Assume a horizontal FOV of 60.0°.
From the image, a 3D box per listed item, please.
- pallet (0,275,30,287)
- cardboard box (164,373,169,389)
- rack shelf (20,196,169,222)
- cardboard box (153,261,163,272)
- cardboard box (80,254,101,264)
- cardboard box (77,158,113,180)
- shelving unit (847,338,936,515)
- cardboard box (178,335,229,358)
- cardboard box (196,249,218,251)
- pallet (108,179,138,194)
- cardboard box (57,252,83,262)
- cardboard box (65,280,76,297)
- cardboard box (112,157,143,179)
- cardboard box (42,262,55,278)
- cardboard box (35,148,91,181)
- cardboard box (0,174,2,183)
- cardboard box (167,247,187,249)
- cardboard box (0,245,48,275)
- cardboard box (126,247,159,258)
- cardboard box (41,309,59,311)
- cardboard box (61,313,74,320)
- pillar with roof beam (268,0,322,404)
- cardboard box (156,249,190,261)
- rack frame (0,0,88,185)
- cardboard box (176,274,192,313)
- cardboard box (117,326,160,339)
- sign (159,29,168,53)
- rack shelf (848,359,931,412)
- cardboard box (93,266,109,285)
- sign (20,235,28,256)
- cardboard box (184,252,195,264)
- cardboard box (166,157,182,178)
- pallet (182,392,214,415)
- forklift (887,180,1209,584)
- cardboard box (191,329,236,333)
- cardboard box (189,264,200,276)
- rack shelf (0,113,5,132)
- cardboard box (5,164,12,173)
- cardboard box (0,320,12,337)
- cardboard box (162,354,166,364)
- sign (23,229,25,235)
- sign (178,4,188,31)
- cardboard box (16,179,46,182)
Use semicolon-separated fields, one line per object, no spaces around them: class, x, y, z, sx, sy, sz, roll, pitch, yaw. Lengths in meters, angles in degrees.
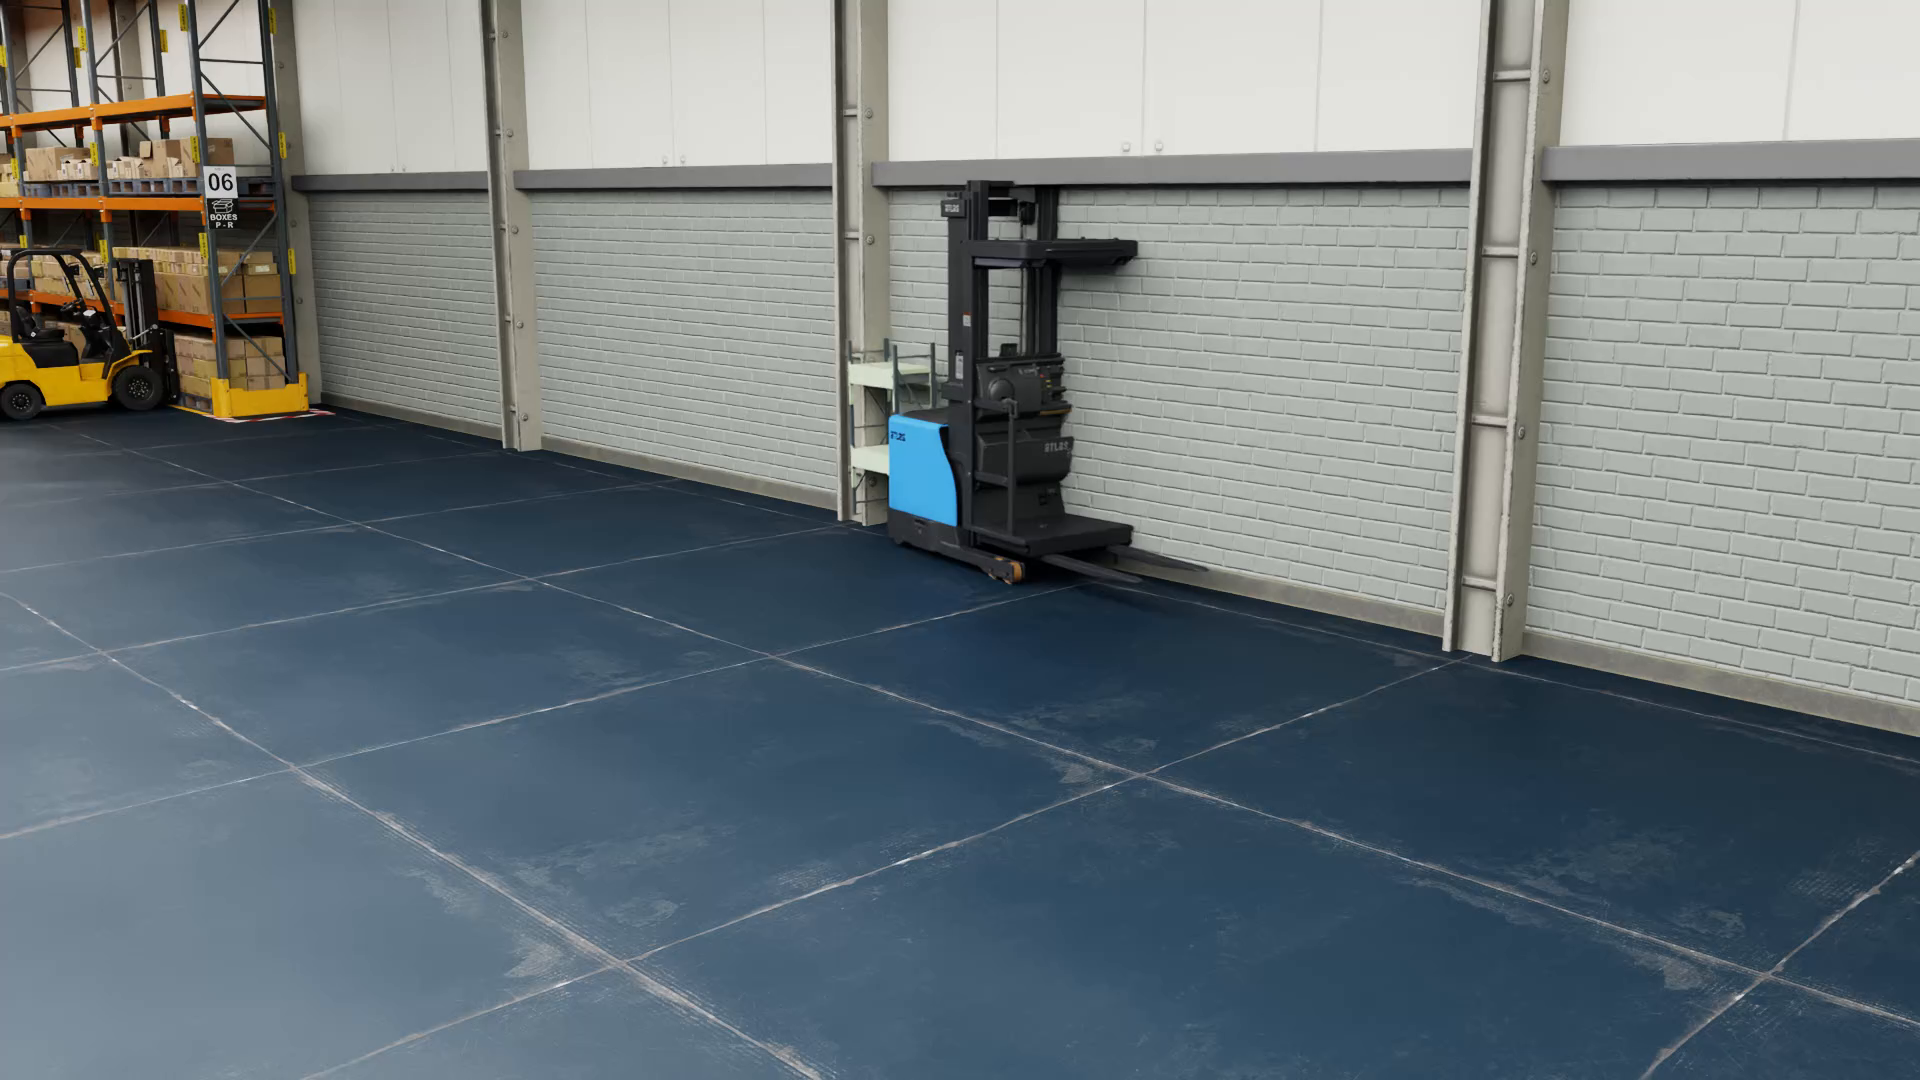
pallet;-16.173;-4.522;28.903;1.003;0.211;1.213;-11;16;-43
cardboard box;-10.905;-2.270;23.268;0.500;0.250;0.500;-10;15;-41
rack shelf;-13.445;-5.158;25.862;1.077;0.370;4.000;-11;16;-43
cardboard box;-10.981;-3.804;23.088;0.380;0.149;0.250;-11;16;-44
cardboard box;-13.196;-4.280;25.396;0.250;0.149;0.380;11;16;44
cardboard box;-12.740;-5.501;24.677;0.500;0.311;0.500;11;16;43
shelving unit;-0.570;-0.924;14.062;0.431;1.500;0.755;-8;13;-33
cardboard box;-10.202;-2.612;22.449;0.500;0.250;0.500;-11;16;-42
cardboard box;-10.427;-3.986;23.234;0.380;0.149;0.250;-11;16;-42
pallet;-11.457;-5.054;23.795;1.003;0.211;1.213;-11;16;-43
cardboard box;-14.053;-4.471;26.321;0.380;0.149;0.250;-11;16;-42
cardboard box;-13.635;-3.936;25.956;0.500;0.250;0.500;-10;15;-41
cardboard box;-11.666;-5.274;23.575;0.500;0.311;0.500;-10;16;-41
cardboard box;-14.352;-4.332;26.639;0.500;0.250;0.500;-10;15;-41
cardboard box;-14.082;-5.906;26.176;0.700;0.500;0.500;-11;16;-44
cardboard box;-16.115;-6.134;28.199;0.380;0.149;0.250;-10;15;-41
cardboard box;-11.289;-4.178;24.164;0.380;0.149;0.250;-11;16;-43
cardboard box;-16.088;-4.802;28.488;0.637;0.503;0.797;11;16;44
cardboard box;-11.800;-4.151;24.031;0.380;0.149;0.250;-11;16;-42
cardboard box;-16.049;-3.978;29.334;0.250;0.149;0.380;11;16;43
cardboard box;-15.125;-3.794;28.440;0.380;0.149;0.250;-10;15;-41
pillar with roof beam;-12.244;-5.731;19.428;9.100;9.000;0.400;-11;16;-43
cardboard box;-10.927;-3.963;23.120;0.380;0.149;0.250;-11;16;-42
rack frame;-14.827;-7.271;26.904;1.000;3.000;0.127;-11;16;-43
cardboard box;-10.183;-3.327;22.377;0.500;0.500;0.500;-10;15;-41
cardboard box;-11.957;-2.984;24.255;0.500;0.250;0.500;-11;16;-43
sign;-11.646;-7.296;24.318;0.100;0.325;0.005;-11;16;-43
rack shelf;-0.576;-1.307;13.988;0.431;0.370;0.720;-8;13;-33
cardboard box;-12.588;-3.957;24.815;0.500;0.250;0.500;-11;16;-44
sign;-15.213;-4.784;27.027;0.100;0.325;0.005;-11;16;-43
cardboard box;-10.095;-3.767;22.169;0.380;0.149;0.250;-10;16;-41
cardboard box;-10.269;-4.939;22.062;0.396;0.266;0.258;-11;16;-42
pallet;-9.860;-1.906;22.637;1.003;0.211;1.213;-11;16;-43
forklift;0.643;-1.218;12.560;1.130;2.935;3.031;-8;14;-33
cardboard box;-10.531;-2.833;23.526;0.500;0.250;0.500;-11;16;-44
cardboard box;-9.942;-3.577;21.984;0.380;0.149;0.250;-11;16;-42
rack shelf;-18.970;-7.793;31.227;1.077;0.370;4.000;-11;16;-43
cardboard box;-15.603;-6.163;27.607;0.250;0.149;0.380;11;16;43
cardboard box;-16.348;-3.570;28.959;0.500;0.500;0.500;11;16;43
cardboard box;-10.917;-2.517;23.231;0.500;0.250;0.500;-11;16;-43
sign;-17.190;-5.562;30.604;0.100;0.325;0.005;-11;16;-43
sign;-9.704;-6.526;20.778;0.100;0.325;0.005;-11;16;-43
cardboard box;-15.246;-5.942;27.270;0.380;0.149;0.250;-10;16;-41
